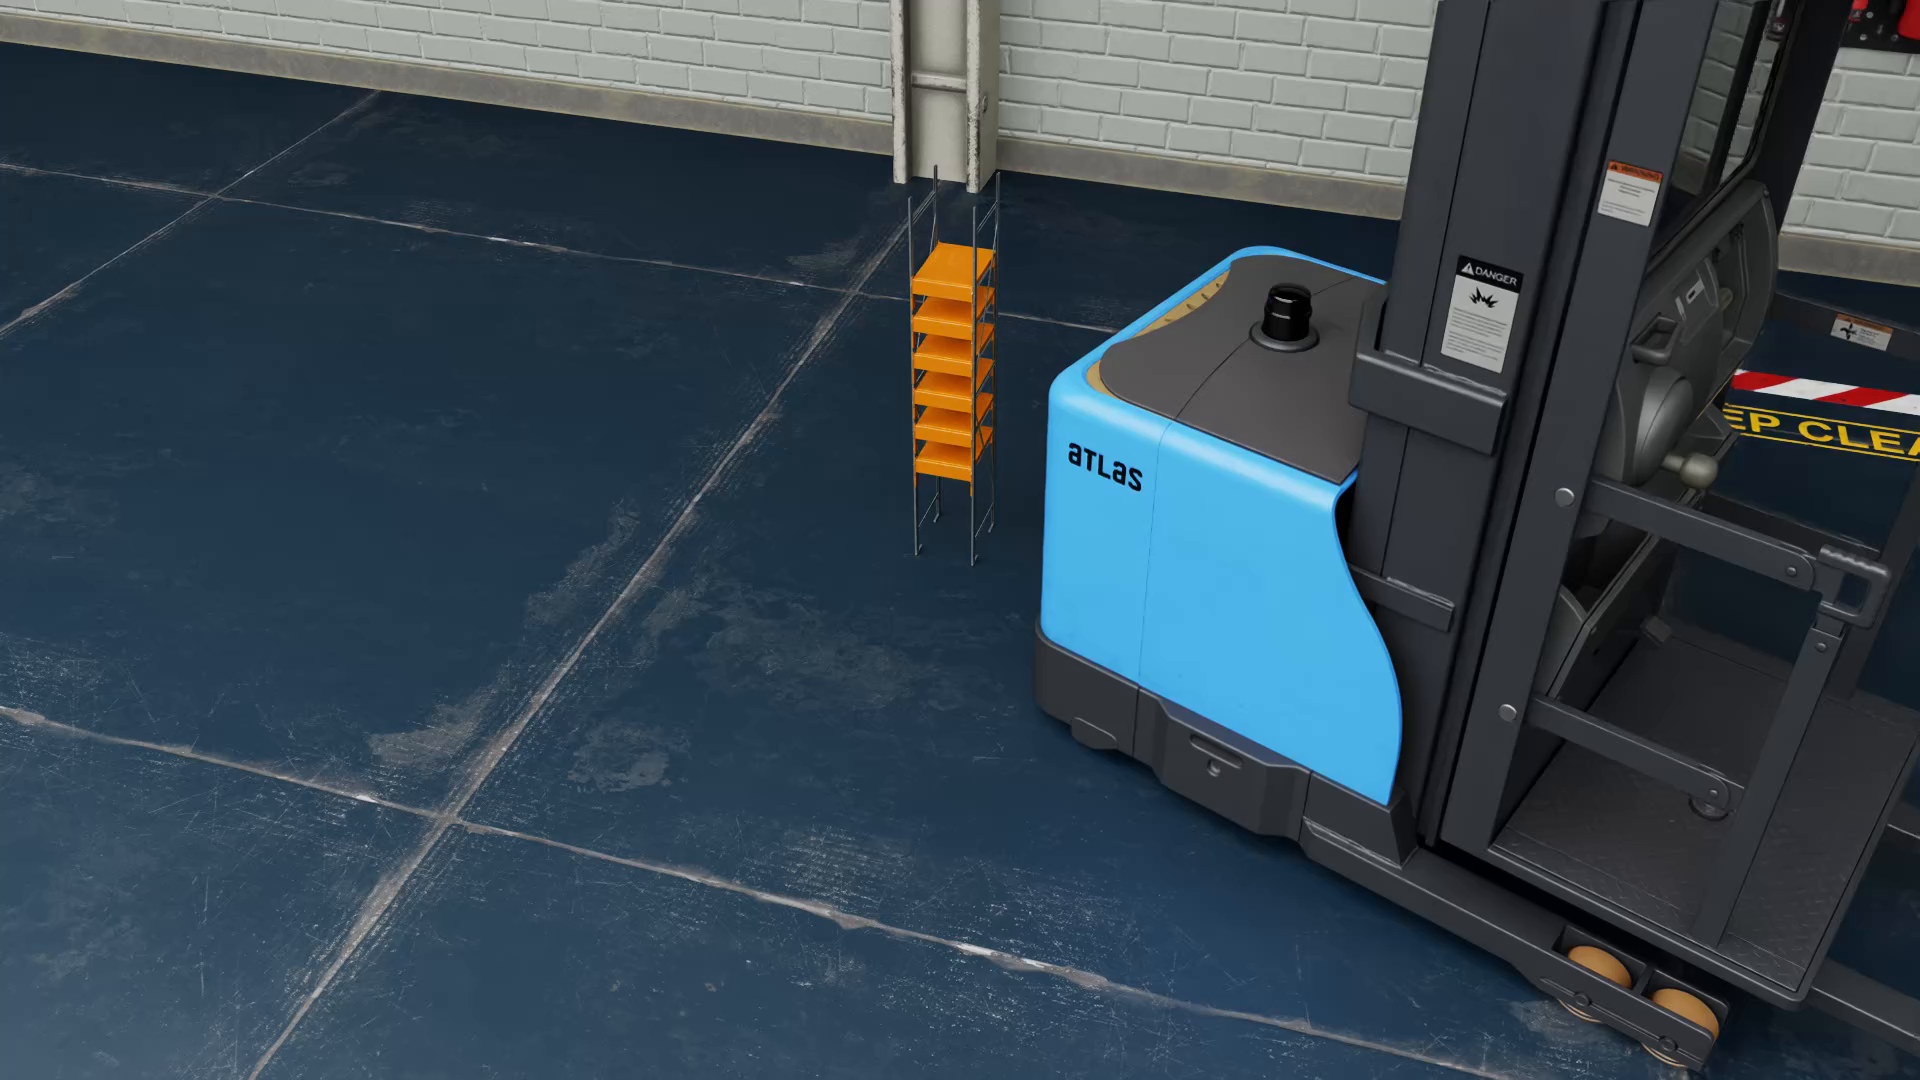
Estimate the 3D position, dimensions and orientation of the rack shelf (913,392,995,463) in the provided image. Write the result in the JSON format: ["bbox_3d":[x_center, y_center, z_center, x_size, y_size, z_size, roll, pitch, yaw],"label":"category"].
[{"bbox_3d":[-0.014,-0.353,4.995,0.180,0.103,0.258,10,38,14],"label":"rack shelf"}]

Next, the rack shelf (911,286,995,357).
[{"bbox_3d":[-0.014,-0.643,4.782,0.180,0.103,0.258,10,38,14],"label":"rack shelf"}]

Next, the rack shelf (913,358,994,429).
[{"bbox_3d":[-0.014,-0.450,4.924,0.180,0.103,0.258,10,38,14],"label":"rack shelf"}]

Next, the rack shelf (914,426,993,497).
[{"bbox_3d":[-0.014,-0.257,5.066,0.180,0.103,0.258,10,38,14],"label":"rack shelf"}]

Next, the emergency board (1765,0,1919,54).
[{"bbox_3d":[3.318,-2.255,5.784,0.643,1.169,0.194,10,38,14],"label":"emergency board"}]

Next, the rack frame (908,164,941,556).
[{"bbox_3d":[-0.101,-0.502,4.920,0.006,1.200,0.240,10,38,14],"label":"rack frame"}]

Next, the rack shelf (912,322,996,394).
[{"bbox_3d":[-0.014,-0.547,4.853,0.180,0.103,0.258,10,38,14],"label":"rack shelf"}]

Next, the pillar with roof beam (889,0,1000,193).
[{"bbox_3d":[-1.346,-2.838,1.514,0.400,9.000,9.100,10,38,14],"label":"pillar with roof beam"}]

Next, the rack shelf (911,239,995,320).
[{"bbox_3d":[-0.014,-0.740,4.711,0.180,0.103,0.258,10,38,14],"label":"rack shelf"}]

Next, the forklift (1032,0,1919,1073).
[{"bbox_3d":[1.668,-0.379,3.292,3.031,2.935,1.130,25,43,30],"label":"forklift"}]

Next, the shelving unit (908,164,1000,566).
[{"bbox_3d":[-0.014,-0.486,4.898,0.189,1.200,0.258,10,38,14],"label":"shelving unit"}]

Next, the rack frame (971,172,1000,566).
[{"bbox_3d":[0.074,-0.470,4.876,0.006,1.200,0.240,10,38,14],"label":"rack frame"}]
